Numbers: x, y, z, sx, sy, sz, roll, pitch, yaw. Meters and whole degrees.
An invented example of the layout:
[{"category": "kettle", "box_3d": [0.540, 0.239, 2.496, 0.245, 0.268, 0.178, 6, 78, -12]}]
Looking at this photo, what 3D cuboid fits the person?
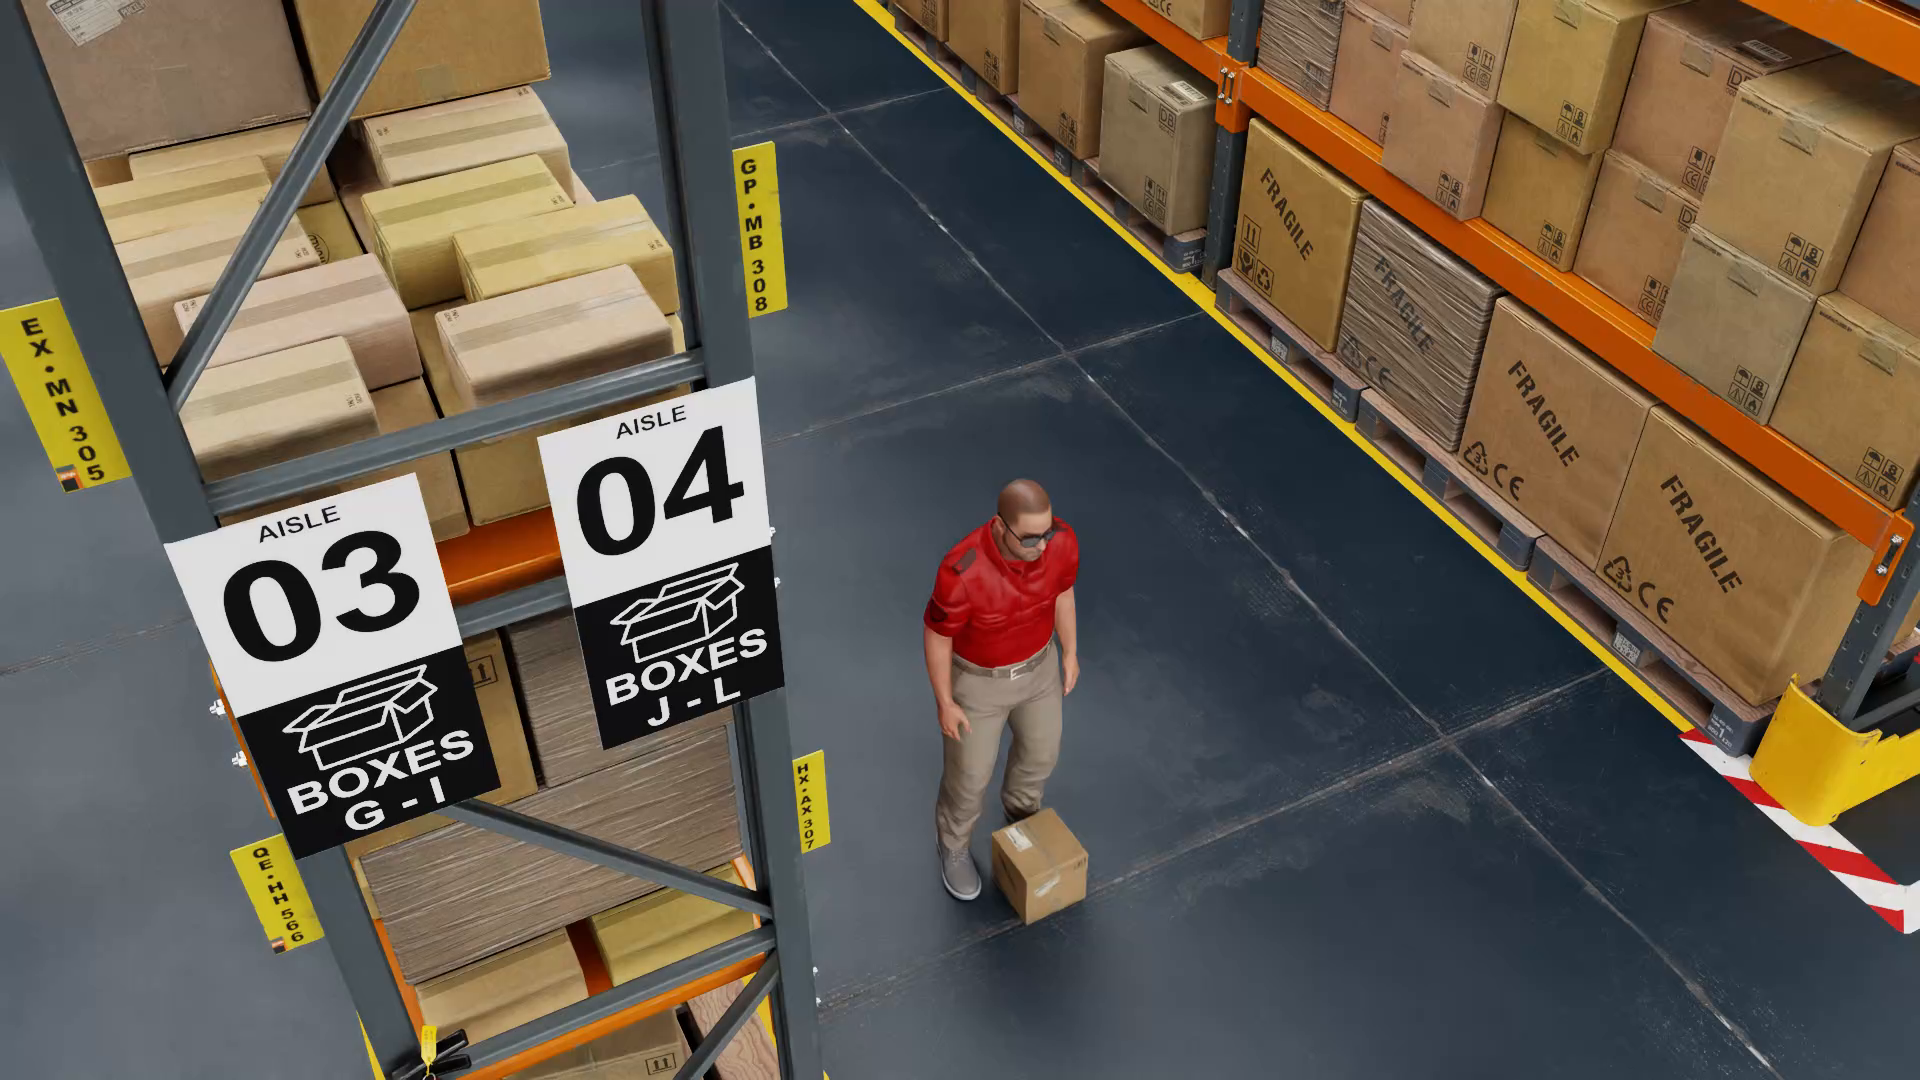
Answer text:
[{"category": "person", "box_3d": [0.153, 0.465, 5.633, 0.578, 1.727, 0.390, -20, 45, -22]}]
